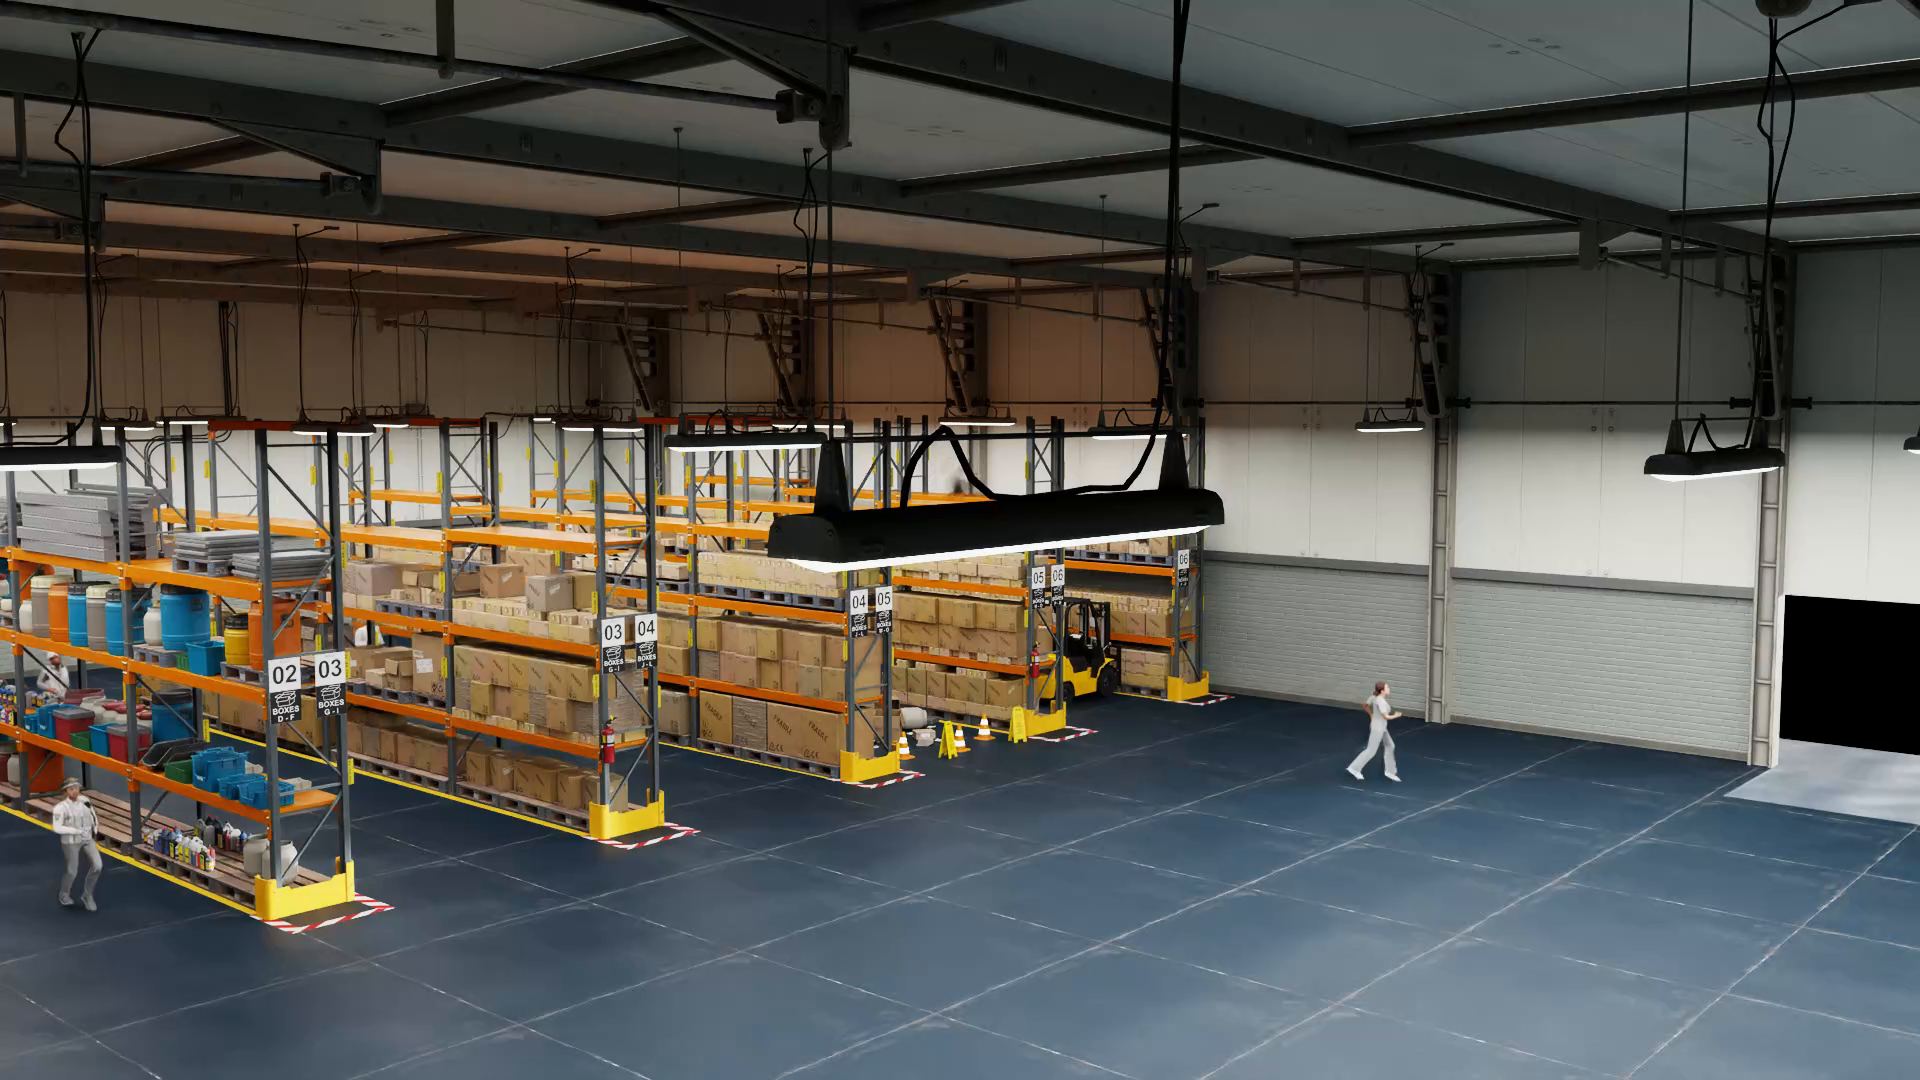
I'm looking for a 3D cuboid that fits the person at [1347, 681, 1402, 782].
[{"bbox_3d":[6.909,3.196,27.711,0.915,1.707,0.574,0,5,5],"label":"person"}]

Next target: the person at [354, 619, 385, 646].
[{"bbox_3d":[-12.628,2.493,35.509,0.997,1.824,0.729,5,7,45],"label":"person"}]

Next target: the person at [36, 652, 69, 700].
[{"bbox_3d":[-16.792,2.907,30.873,0.625,1.746,0.655,3,6,31],"label":"person"}]

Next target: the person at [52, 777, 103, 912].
[{"bbox_3d":[-10.993,3.785,20.733,0.706,1.711,0.618,3,6,35],"label":"person"}]
